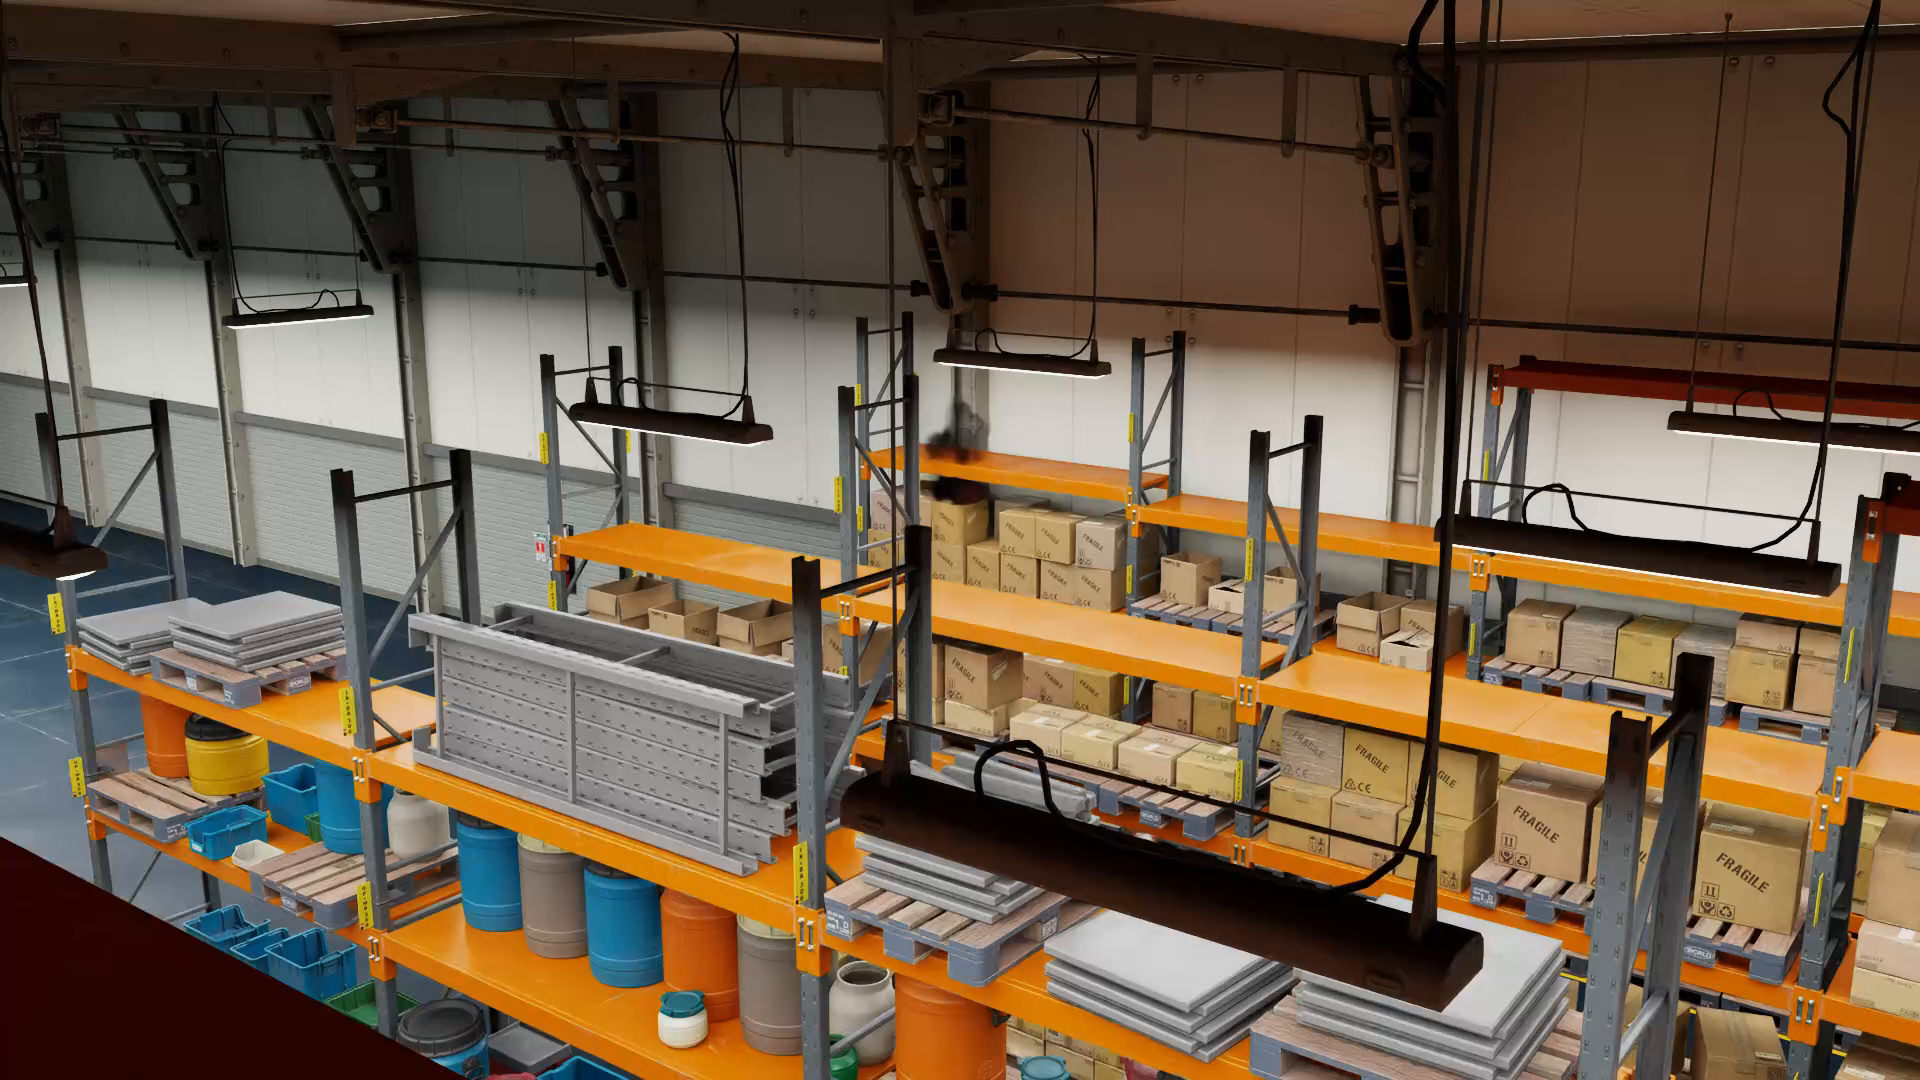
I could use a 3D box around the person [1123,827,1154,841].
[{"bbox_3d":[1.726,3.478,16.260,0.835,1.846,0.661,10,16,36],"label":"person"}]
